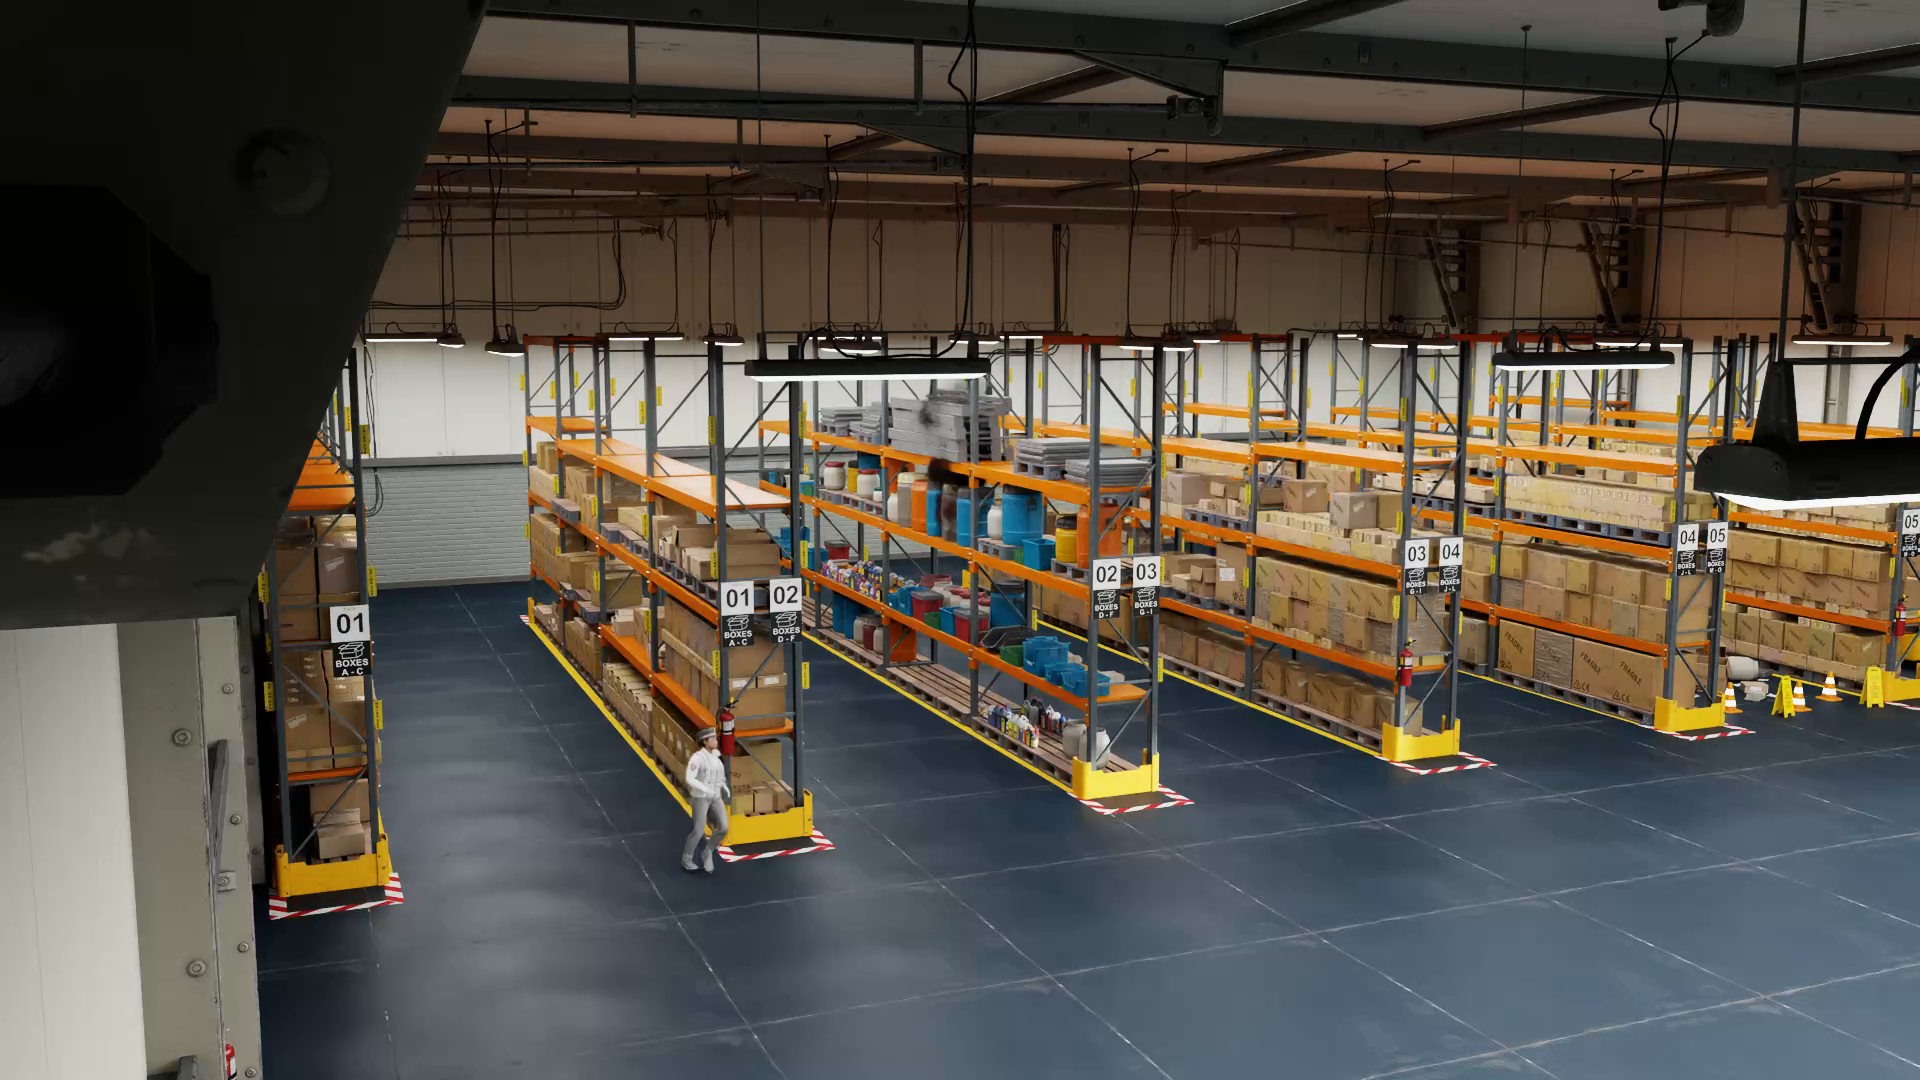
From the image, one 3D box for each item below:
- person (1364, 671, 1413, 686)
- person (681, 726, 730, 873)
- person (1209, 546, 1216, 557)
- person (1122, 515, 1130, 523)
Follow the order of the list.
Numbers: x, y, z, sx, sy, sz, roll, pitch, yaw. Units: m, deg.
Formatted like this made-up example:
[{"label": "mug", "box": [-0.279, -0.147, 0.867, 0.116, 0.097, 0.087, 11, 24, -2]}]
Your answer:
[{"label": "person", "box": [7.424, 1.665, 28.789, 0.589, 1.613, 1.034, -4, 9, -30]}, {"label": "person", "box": [-2.881, 2.975, 19.151, 0.579, 1.674, 0.684, 6, 10, 38]}, {"label": "person", "box": [6.371, -0.004, 41.554, 0.633, 1.622, 0.894, -5, 9, -32]}, {"label": "person", "box": [3.935, 0.053, 40.954, 0.727, 1.717, 0.838, 6, 10, 39]}]
